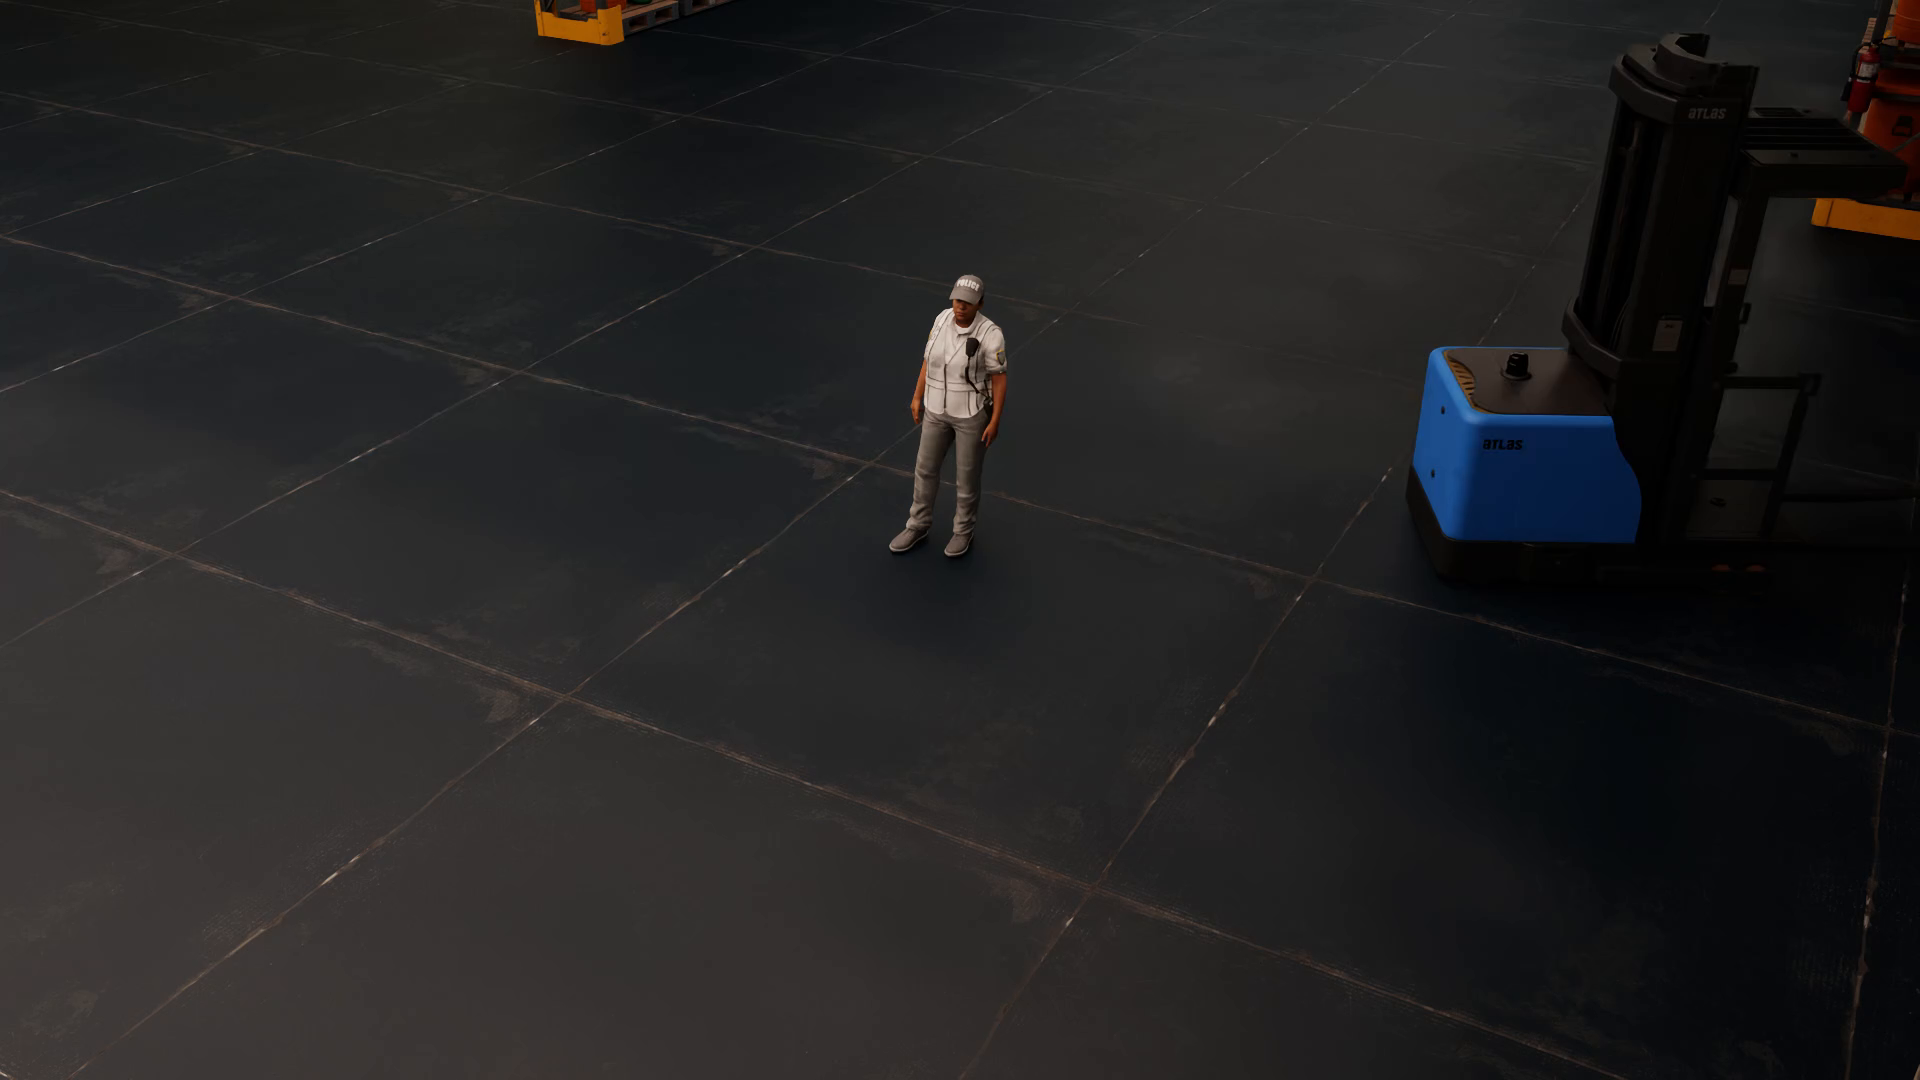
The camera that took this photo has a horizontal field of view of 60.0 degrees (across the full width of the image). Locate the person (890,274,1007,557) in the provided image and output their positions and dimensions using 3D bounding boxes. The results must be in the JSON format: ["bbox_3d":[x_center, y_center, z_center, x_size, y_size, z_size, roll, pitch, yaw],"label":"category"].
[{"bbox_3d":[-0.057,-0.701,9.534,0.598,1.670,0.529,15,33,25],"label":"person"}]

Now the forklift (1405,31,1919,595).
[{"bbox_3d":[4.261,-1.229,9.201,3.031,2.935,1.130,1,30,2],"label":"forklift"}]
